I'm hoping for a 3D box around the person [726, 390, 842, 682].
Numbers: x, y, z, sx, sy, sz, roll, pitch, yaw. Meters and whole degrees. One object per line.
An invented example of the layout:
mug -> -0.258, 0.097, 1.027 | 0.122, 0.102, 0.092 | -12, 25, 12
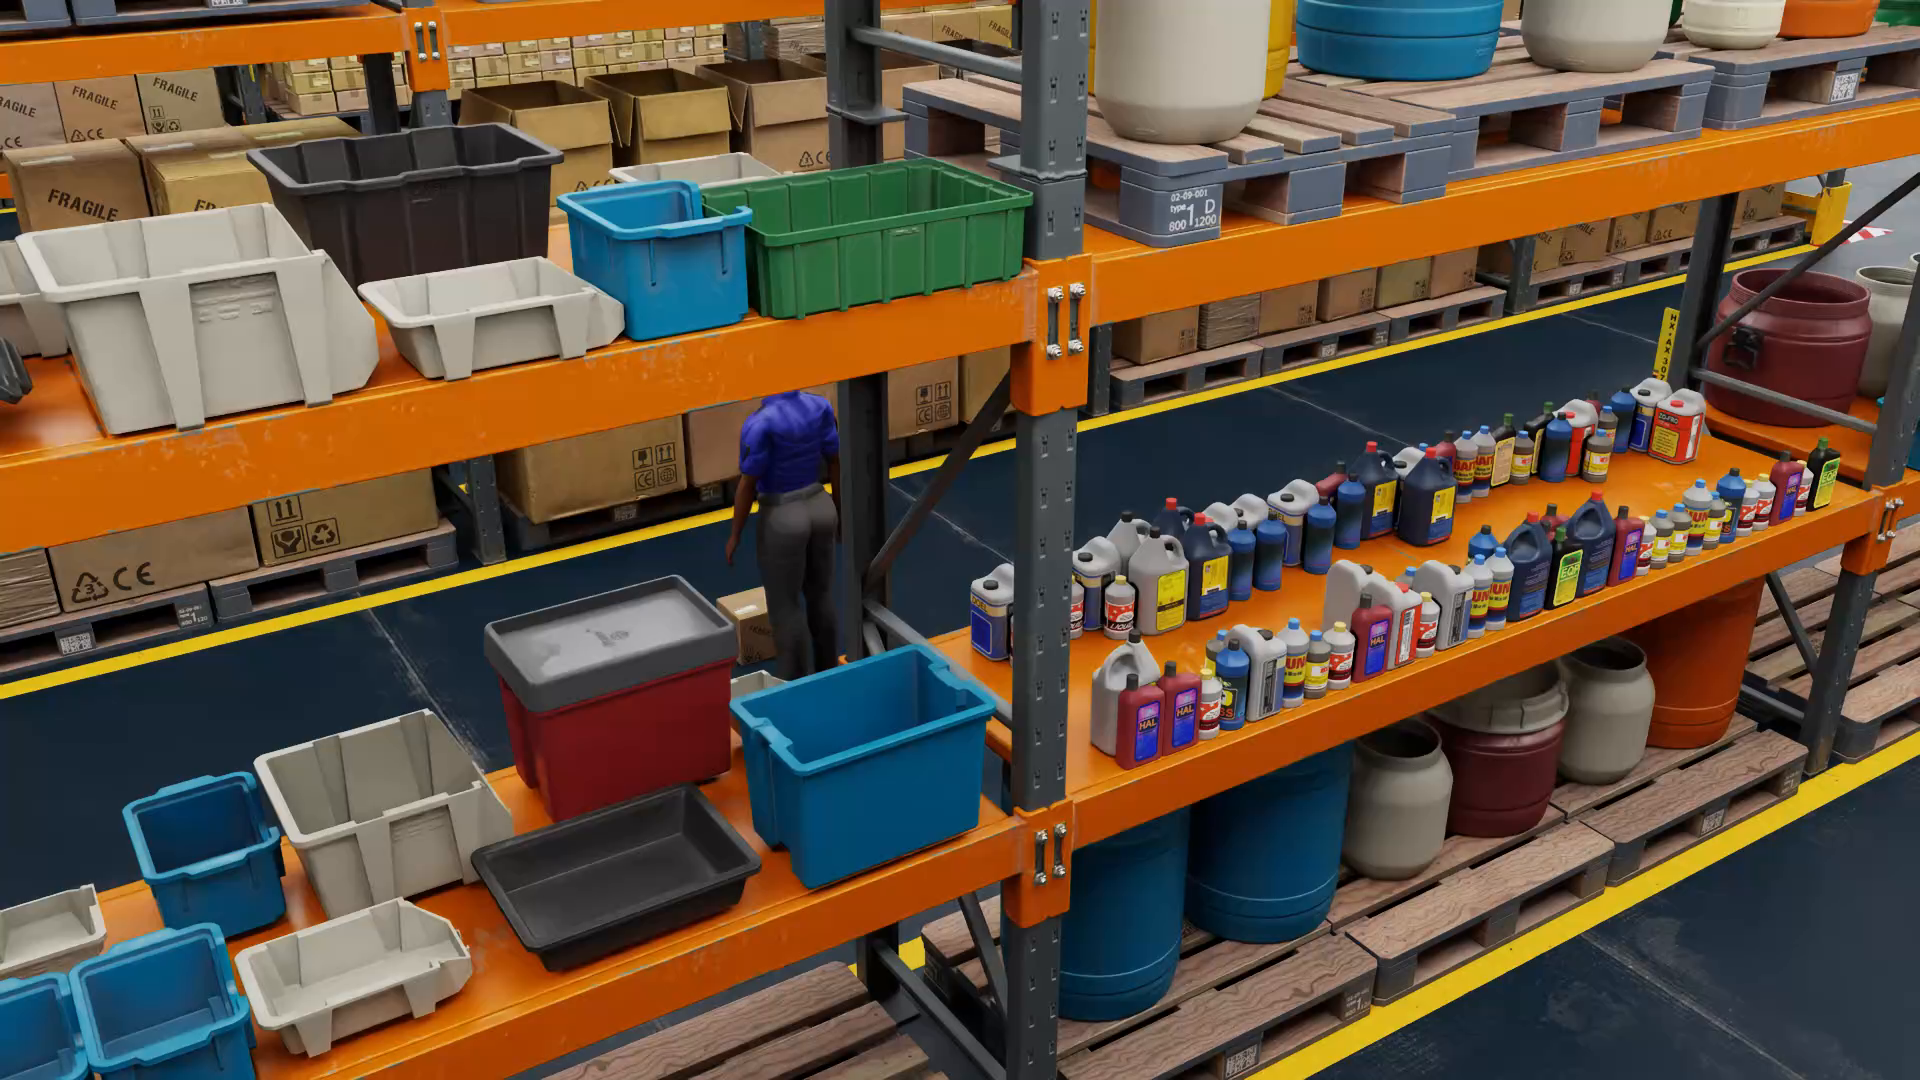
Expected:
person -> -0.737, -0.042, 7.210 | 0.548, 1.669, 0.324 | -22, 33, -38
